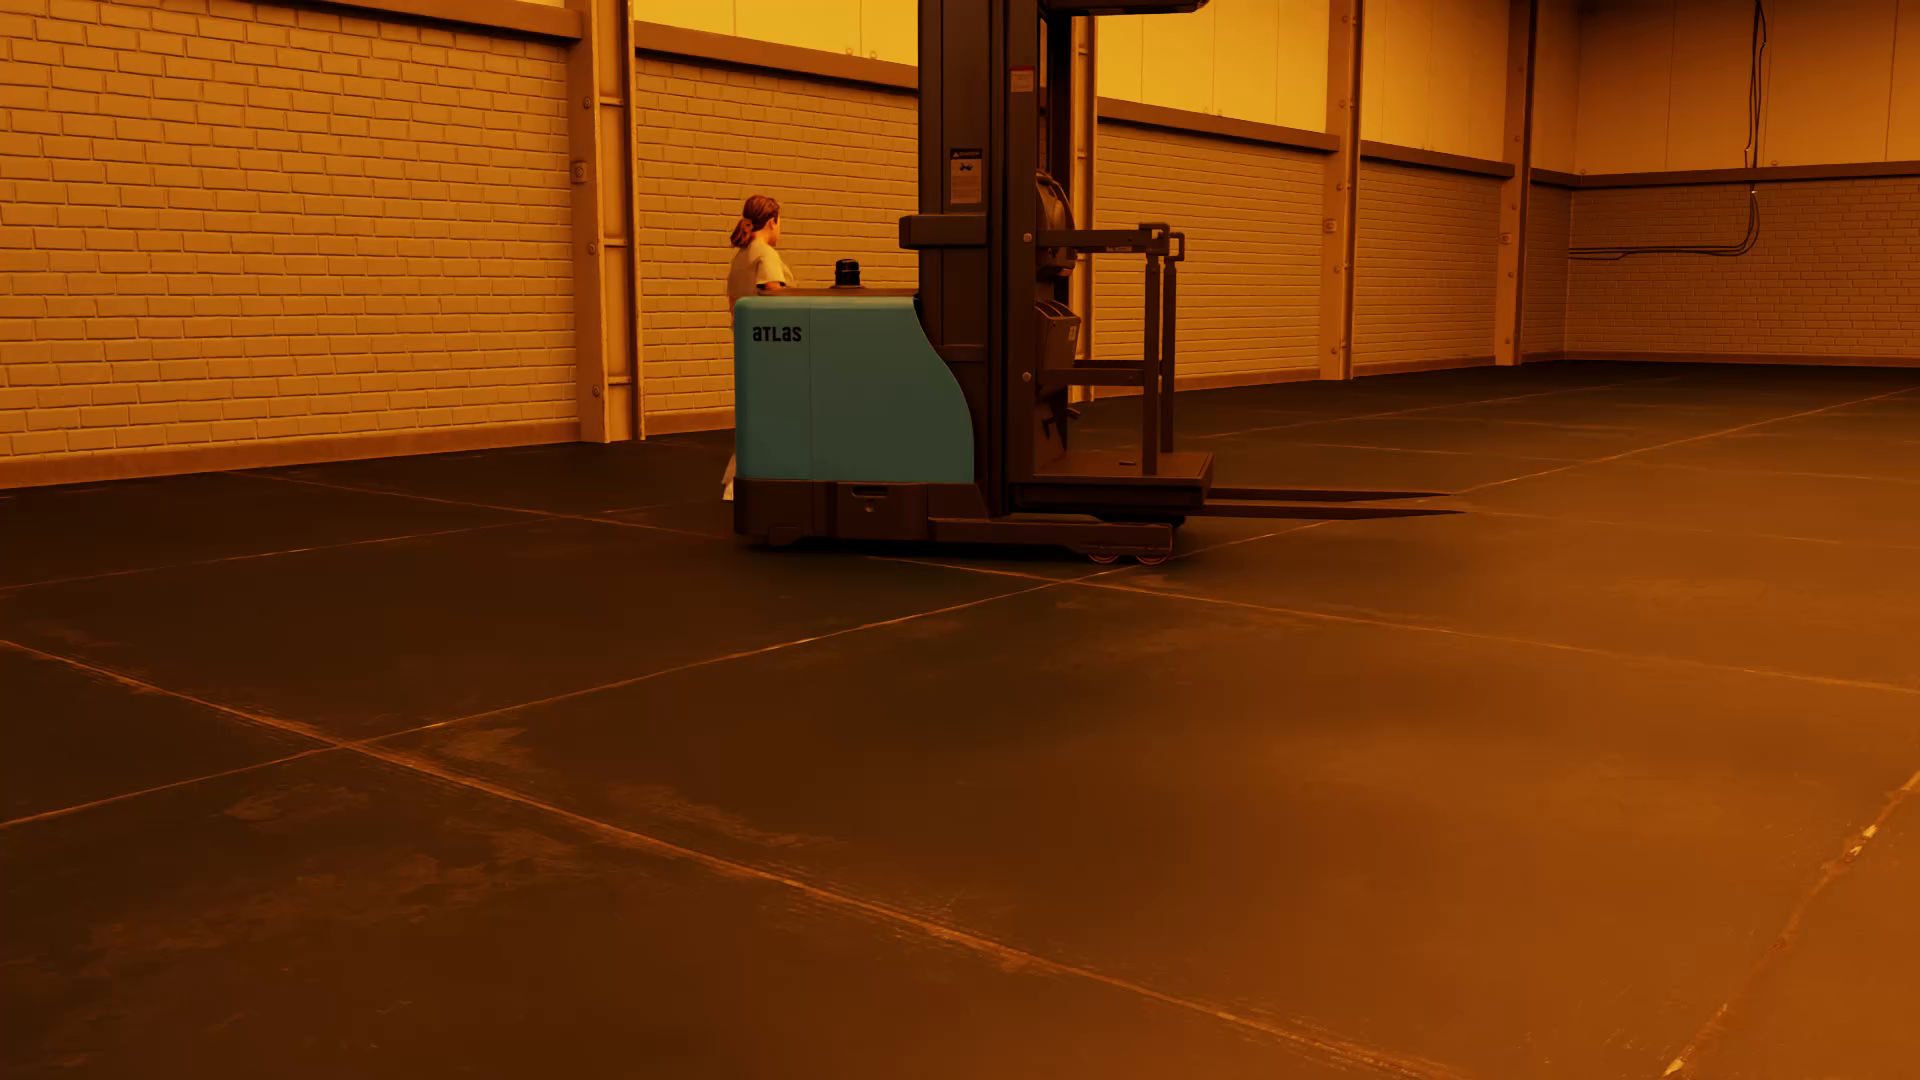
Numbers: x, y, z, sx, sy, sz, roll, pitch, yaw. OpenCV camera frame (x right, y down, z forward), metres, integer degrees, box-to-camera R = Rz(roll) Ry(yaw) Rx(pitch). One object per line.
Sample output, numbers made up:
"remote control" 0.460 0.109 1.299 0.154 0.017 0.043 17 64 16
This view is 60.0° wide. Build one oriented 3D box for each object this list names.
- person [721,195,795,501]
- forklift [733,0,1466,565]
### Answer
"person" -1.024 -0.966 8.534 0.484 1.596 0.781 -5 9 -28
"forklift" 0.599 -1.433 7.077 3.031 2.935 1.130 2 8 11
